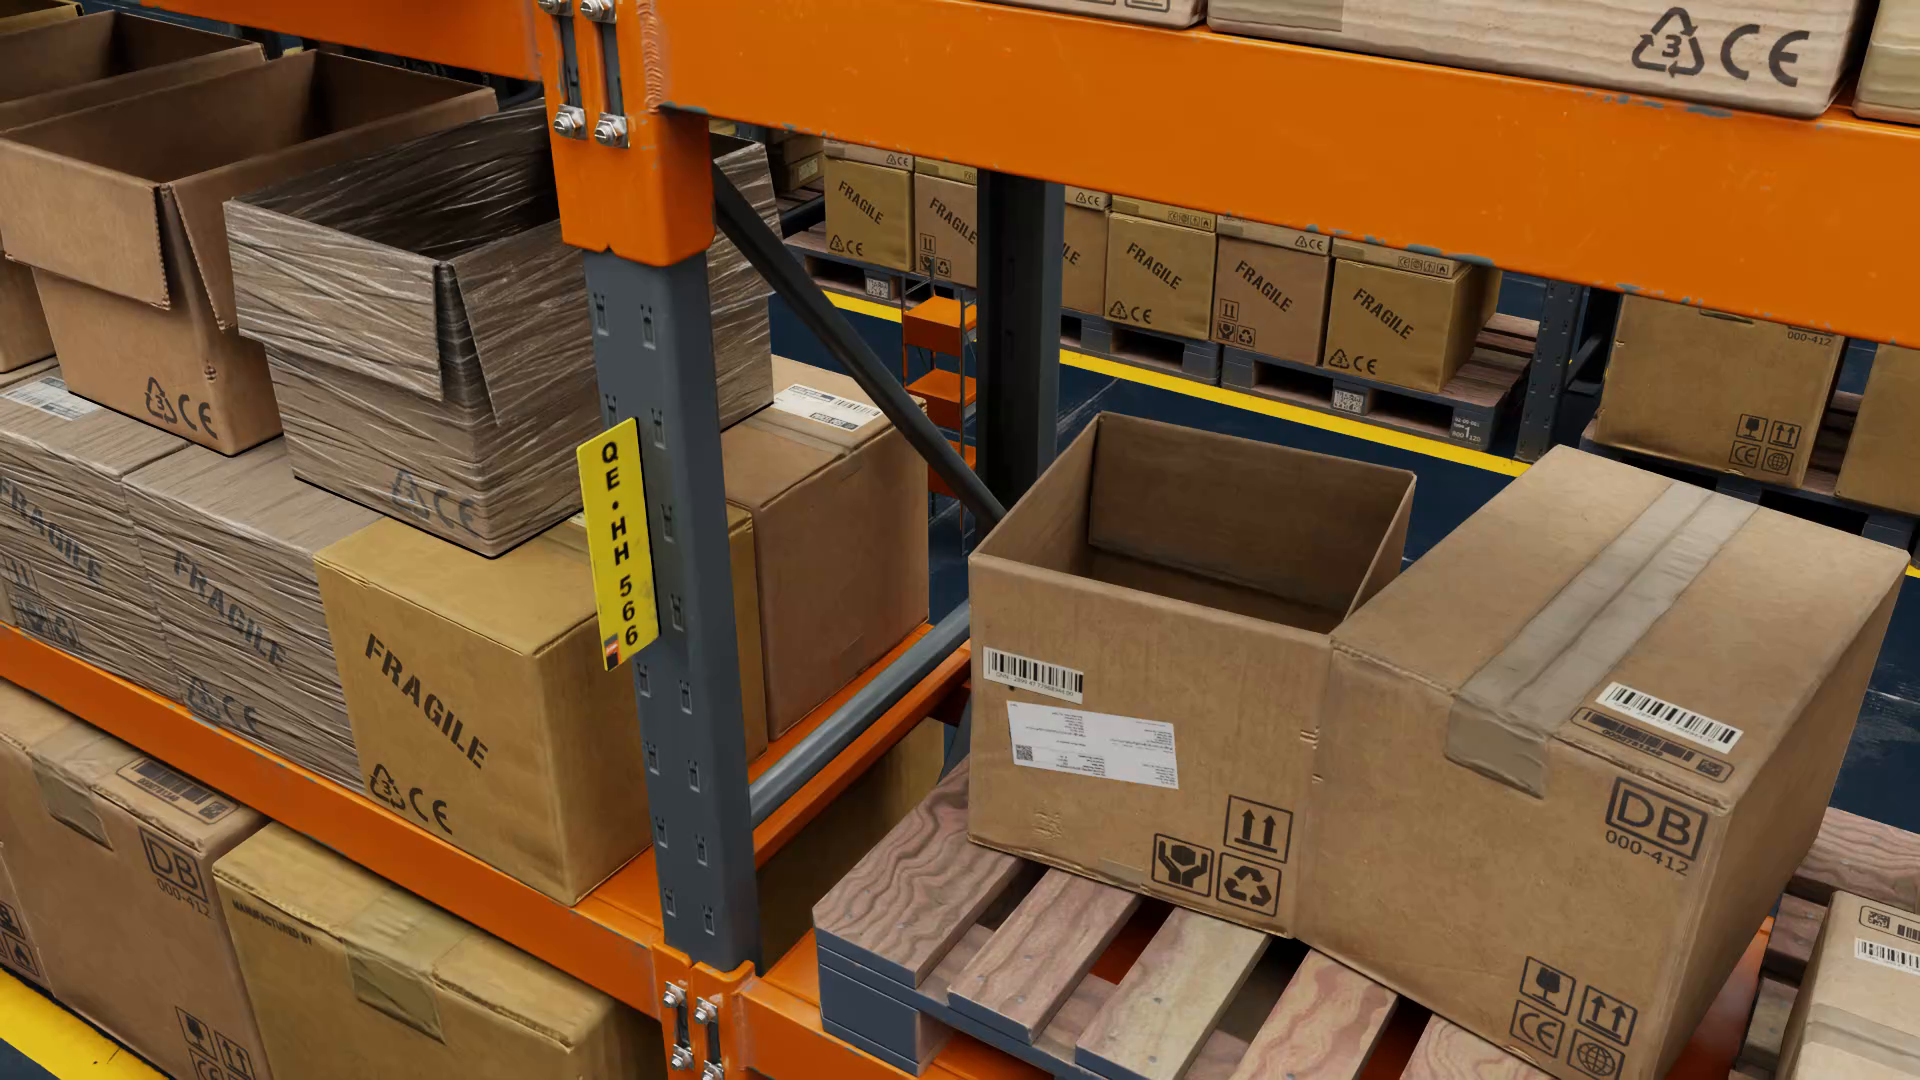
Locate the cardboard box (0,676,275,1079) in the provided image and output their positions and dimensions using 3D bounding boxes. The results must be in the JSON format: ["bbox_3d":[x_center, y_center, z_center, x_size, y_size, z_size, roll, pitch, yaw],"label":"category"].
[{"bbox_3d":[-1.463,0.572,3.984,0.875,0.875,1.225,18,35,27],"label":"cardboard box"}]

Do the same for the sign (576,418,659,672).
[{"bbox_3d":[-0.431,0.009,2.108,0.005,0.325,0.100,18,35,27],"label":"sign"}]

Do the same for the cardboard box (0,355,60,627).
[{"bbox_3d":[-1.980,-0.208,3.531,0.500,0.500,0.500,18,35,28],"label":"cardboard box"}]

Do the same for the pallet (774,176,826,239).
[{"bbox_3d":[-1.392,-1.850,9.212,1.213,0.211,1.003,18,35,27],"label":"pallet"}]

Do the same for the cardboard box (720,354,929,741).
[{"bbox_3d":[-0.406,-0.018,3.204,0.500,0.500,0.500,19,35,29],"label":"cardboard box"}]

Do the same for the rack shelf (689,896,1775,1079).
[{"bbox_3d":[1.555,1.118,2.070,4.000,0.370,1.077,18,35,27],"label":"rack shelf"}]

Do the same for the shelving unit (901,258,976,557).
[{"bbox_3d":[-0.045,-0.468,6.010,0.252,1.050,0.215,18,35,27],"label":"shelving unit"}]

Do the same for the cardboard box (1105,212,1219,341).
[{"bbox_3d":[0.993,-1.260,7.497,0.500,0.500,0.500,16,34,25],"label":"cardboard box"}]

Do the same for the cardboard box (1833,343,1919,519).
[{"bbox_3d":[3.794,-0.593,6.106,0.750,0.750,1.050,18,35,28],"label":"cardboard box"}]

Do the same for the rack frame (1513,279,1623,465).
[{"bbox_3d":[2.584,-1.818,6.390,0.127,3.000,1.000,18,35,27],"label":"rack frame"}]

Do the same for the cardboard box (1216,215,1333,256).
[{"bbox_3d":[1.431,-1.446,7.071,0.500,0.250,0.500,18,35,28],"label":"cardboard box"}]

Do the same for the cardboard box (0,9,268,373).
[{"bbox_3d":[-1.871,-0.760,3.481,0.637,0.503,0.797,19,35,29],"label":"cardboard box"}]

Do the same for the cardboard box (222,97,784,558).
[{"bbox_3d":[-0.749,-0.407,2.877,0.637,0.503,0.797,19,35,29],"label":"cardboard box"}]

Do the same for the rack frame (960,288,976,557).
[{"bbox_3d":[0.058,-0.435,5.954,0.008,1.050,0.200,18,35,27],"label":"rack frame"}]

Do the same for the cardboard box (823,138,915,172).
[{"bbox_3d":[-0.319,-2.004,8.029,0.500,0.250,0.500,16,34,25],"label":"cardboard box"}]

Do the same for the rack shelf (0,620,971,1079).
[{"bbox_3d":[-1.833,0.047,3.907,4.000,0.370,1.077,18,35,27],"label":"rack shelf"}]

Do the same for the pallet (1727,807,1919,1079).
[{"bbox_3d":[1.560,0.868,1.977,1.213,0.211,1.003,18,35,27],"label":"pallet"}]

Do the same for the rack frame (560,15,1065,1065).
[{"bbox_3d":[-0.137,0.270,2.810,0.053,2.616,0.949,18,35,27],"label":"rack frame"}]

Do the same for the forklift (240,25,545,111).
[{"bbox_3d":[-2.497,-1.852,6.516,3.031,2.935,1.130,13,33,21],"label":"forklift"}]

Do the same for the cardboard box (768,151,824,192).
[{"bbox_3d":[-0.942,-2.074,9.241,0.250,0.149,0.380,16,34,25],"label":"cardboard box"}]

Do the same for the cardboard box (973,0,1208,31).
[{"bbox_3d":[0.124,-0.724,1.687,0.500,0.250,0.500,18,35,28],"label":"cardboard box"}]

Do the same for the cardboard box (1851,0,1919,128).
[{"bbox_3d":[0.999,-0.453,1.222,0.500,0.250,0.500,18,35,28],"label":"cardboard box"}]

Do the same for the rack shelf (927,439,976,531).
[{"bbox_3d":[-0.045,-0.219,6.155,0.240,0.259,0.215,18,35,27],"label":"rack shelf"}]

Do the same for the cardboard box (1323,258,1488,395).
[{"bbox_3d":[1.887,-0.984,7.025,0.500,0.500,0.500,17,34,27],"label":"cardboard box"}]

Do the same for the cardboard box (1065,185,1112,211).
[{"bbox_3d":[0.563,-1.724,7.549,0.500,0.250,0.500,19,35,29],"label":"cardboard box"}]

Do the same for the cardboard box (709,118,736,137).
[{"bbox_3d":[-1.244,-2.081,8.662,0.250,0.149,0.380,19,35,29],"label":"cardboard box"}]

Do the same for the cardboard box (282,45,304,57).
[{"bbox_3d":[-3.929,-2.883,10.037,0.250,0.149,0.380,16,34,25],"label":"cardboard box"}]

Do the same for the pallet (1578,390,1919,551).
[{"bbox_3d":[3.211,-0.370,6.675,1.213,0.211,1.003,18,35,27],"label":"pallet"}]

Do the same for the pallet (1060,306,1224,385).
[{"bbox_3d":[0.893,-1.151,8.013,1.213,0.211,1.003,18,35,27],"label":"pallet"}]

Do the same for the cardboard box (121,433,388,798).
[{"bbox_3d":[-1.108,0.066,3.061,0.500,0.500,0.500,17,34,27],"label":"cardboard box"}]

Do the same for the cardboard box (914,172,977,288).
[{"bbox_3d":[0.130,-1.539,7.975,0.500,0.500,0.500,19,35,29],"label":"cardboard box"}]

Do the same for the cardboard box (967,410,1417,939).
[{"bbox_3d":[0.340,0.175,2.458,0.500,0.500,0.500,13,33,21],"label":"cardboard box"}]

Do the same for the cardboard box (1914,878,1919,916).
[{"bbox_3d":[1.417,0.480,2.167,0.258,0.266,0.396,17,34,26],"label":"cardboard box"}]
